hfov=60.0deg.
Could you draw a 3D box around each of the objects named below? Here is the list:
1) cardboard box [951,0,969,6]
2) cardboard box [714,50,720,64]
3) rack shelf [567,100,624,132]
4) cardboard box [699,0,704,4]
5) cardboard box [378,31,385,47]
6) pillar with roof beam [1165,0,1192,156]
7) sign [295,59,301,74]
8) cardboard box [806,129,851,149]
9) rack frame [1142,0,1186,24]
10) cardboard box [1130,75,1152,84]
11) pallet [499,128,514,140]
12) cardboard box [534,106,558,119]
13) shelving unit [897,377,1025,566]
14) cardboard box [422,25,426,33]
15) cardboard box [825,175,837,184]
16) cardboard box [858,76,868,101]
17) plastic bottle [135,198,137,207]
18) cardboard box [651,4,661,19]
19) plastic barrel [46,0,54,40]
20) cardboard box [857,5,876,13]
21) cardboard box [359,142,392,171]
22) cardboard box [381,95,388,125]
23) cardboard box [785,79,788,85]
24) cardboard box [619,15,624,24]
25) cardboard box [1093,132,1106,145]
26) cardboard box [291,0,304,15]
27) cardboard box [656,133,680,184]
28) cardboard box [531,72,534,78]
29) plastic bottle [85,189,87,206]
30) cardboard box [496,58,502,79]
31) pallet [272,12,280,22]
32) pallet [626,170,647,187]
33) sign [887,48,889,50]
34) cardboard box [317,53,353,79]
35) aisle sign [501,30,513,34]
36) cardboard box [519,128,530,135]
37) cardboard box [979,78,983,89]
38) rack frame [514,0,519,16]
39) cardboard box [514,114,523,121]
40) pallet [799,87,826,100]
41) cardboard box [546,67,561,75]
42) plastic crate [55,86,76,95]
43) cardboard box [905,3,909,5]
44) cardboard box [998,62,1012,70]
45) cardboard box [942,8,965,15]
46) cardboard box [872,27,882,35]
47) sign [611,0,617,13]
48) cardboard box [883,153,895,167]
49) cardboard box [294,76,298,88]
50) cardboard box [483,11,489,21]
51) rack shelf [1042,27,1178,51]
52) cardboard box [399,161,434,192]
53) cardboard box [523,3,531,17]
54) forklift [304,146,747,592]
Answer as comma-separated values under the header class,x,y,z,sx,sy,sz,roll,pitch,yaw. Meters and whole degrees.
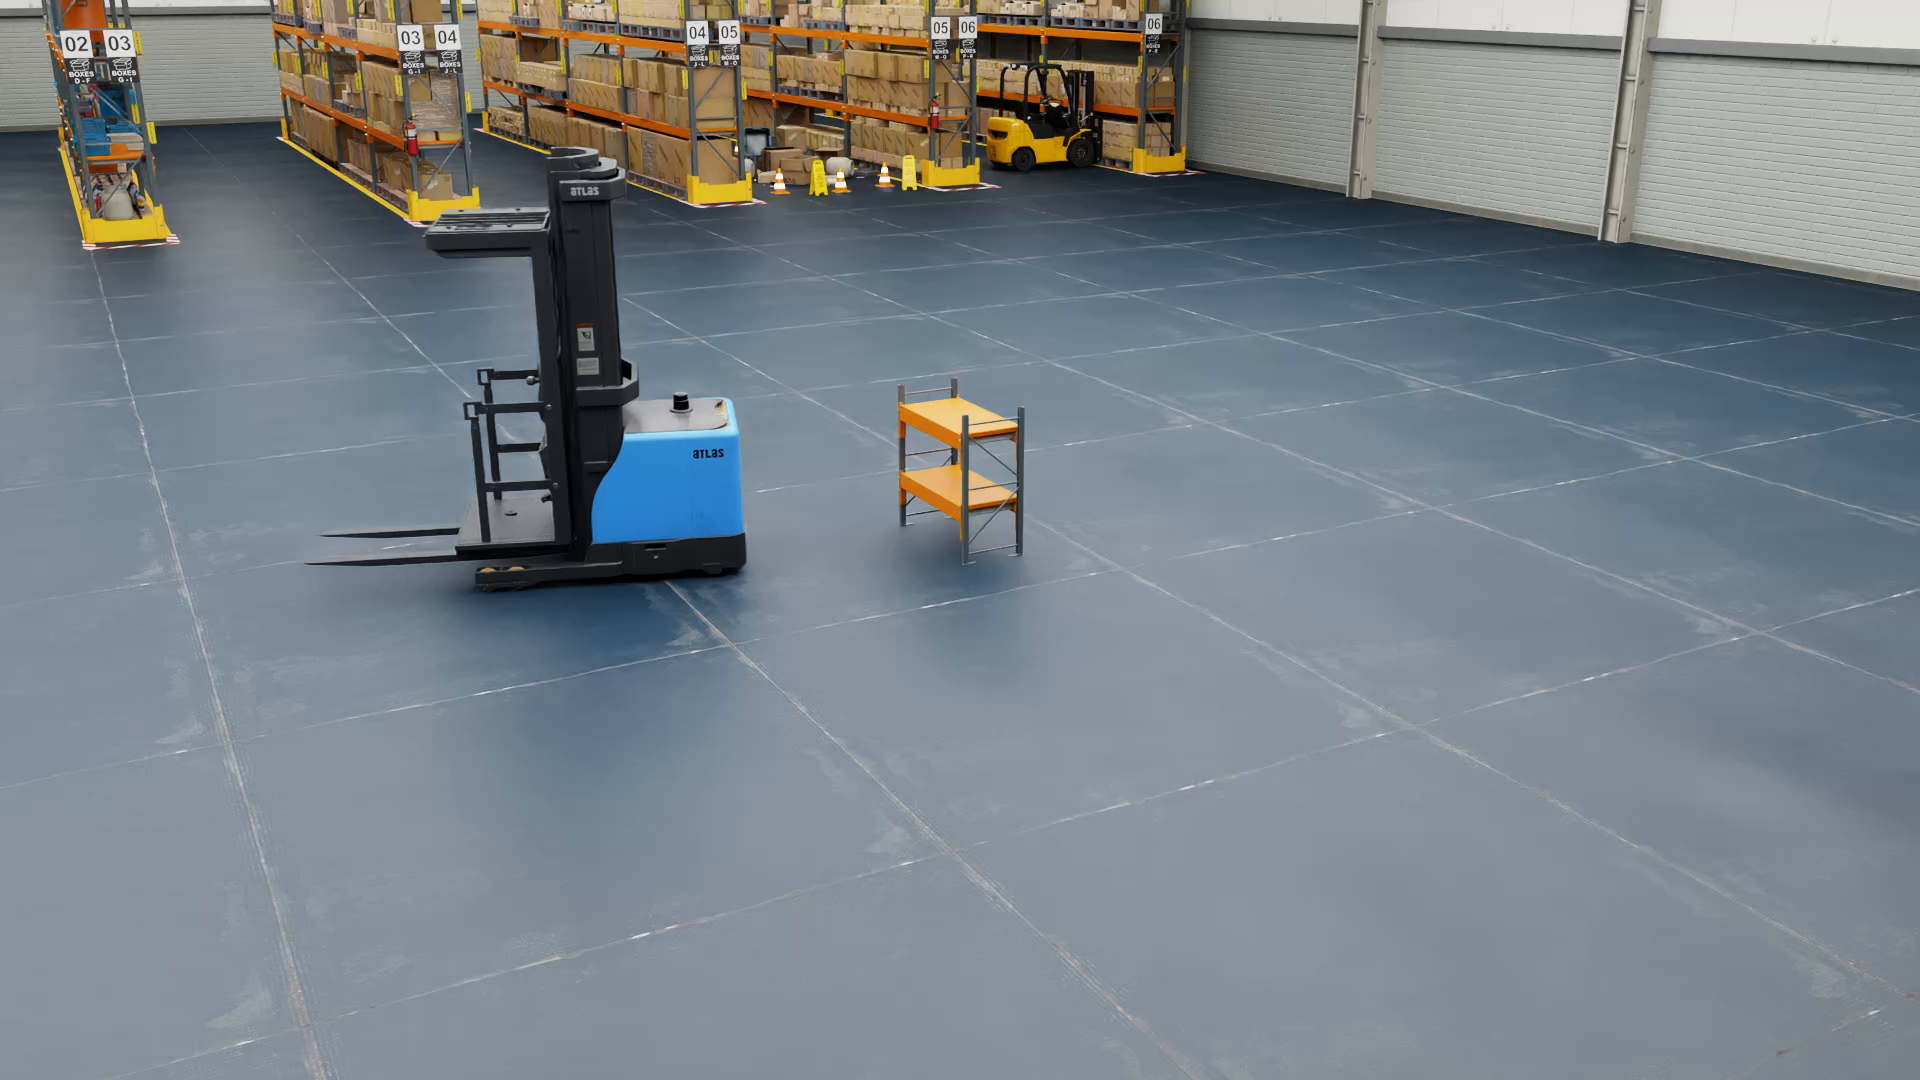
class,x,y,z,sx,sy,sz,roll,pitch,yaw
cardboard box,-0.002,-13.298,41.136,0.380,0.149,0.250,-9,21,-25
cardboard box,-5.888,-12.297,41.983,0.500,0.500,0.500,-10,21,-26
rack shelf,-7.303,-9.089,35.477,1.077,0.370,4.000,-10,21,-27
cardboard box,-4.572,-9.920,30.547,0.380,0.149,0.250,-10,22,-27
cardboard box,-9.795,-8.705,28.892,0.500,0.250,0.500,-9,21,-25
pillar with roof beam,0.895,-11.781,32.978,9.100,9.000,0.400,-10,21,-27
sign,-15.053,-10.773,37.804,0.100,0.325,0.005,-10,21,-27
cardboard box,-2.972,-9.163,37.972,0.950,0.372,0.625,-9,21,-25
rack frame,4.221,-12.109,33.927,1.000,3.000,0.127,-10,21,-27
cardboard box,3.810,-9.683,34.946,0.380,0.149,0.250,-10,21,-26
pallet,-11.086,-10.372,42.365,1.003,0.211,1.213,-10,21,-27
cardboard box,-9.779,-10.118,39.393,0.500,0.250,0.500,-9,21,-25
shelving unit,-0.003,-0.534,12.454,0.538,1.125,1.048,-10,21,-27
cardboard box,-9.061,-8.761,28.443,0.380,0.149,0.250,-10,22,-28
cardboard box,-2.545,-7.218,33.322,0.380,0.149,0.250,1,19,2
cardboard box,-1.823,-9.529,35.039,0.500,0.500,0.500,-10,21,-27
plastic bottle,-14.070,-5.810,28.486,0.097,0.201,0.097,0,19,0
cardboard box,-5.407,-9.826,30.886,0.500,0.250,0.500,-10,21,-27
plastic barrel,-16.826,-9.883,31.306,0.600,0.901,0.600,0,19,0
cardboard box,-1.916,-11.039,34.588,0.380,0.149,0.250,-11,22,-28
cardboard box,-11.780,-7.783,33.744,0.700,0.500,0.500,-8,21,-22
cardboard box,-9.874,-7.738,29.849,0.875,0.500,0.500,-10,21,-27
cardboard box,-3.849,-10.671,38.698,0.380,0.149,0.250,-11,22,-30
cardboard box,-6.480,-10.243,32.707,0.380,0.149,0.250,-10,22,-28
cardboard box,3.222,-8.790,36.311,0.500,0.250,0.500,-11,22,-28
cardboard box,-14.990,-12.339,38.243,0.700,0.500,0.500,-11,22,-30
cardboard box,-5.254,-7.338,31.912,0.875,0.875,0.875,-10,22,-28
cardboard box,-9.743,-10.812,38.652,0.380,0.149,0.250,-10,22,-28
plastic bottle,-14.976,-5.869,28.531,0.061,0.283,0.133,-9,21,-24
cardboard box,-11.336,-11.879,41.848,0.500,0.500,0.500,-11,22,-28
pallet,-16.103,-12.726,40.449,1.003,0.211,1.213,-10,21,-27
pallet,-6.061,-7.307,33.483,1.003,0.211,1.213,-10,21,-27
sign,-1.951,-13.041,44.497,0.100,0.325,0.005,-10,21,-27
cardboard box,-13.630,-10.377,36.415,0.797,0.503,0.637,-9,21,-25
aisle sign,-11.822,-13.597,43.450,0.394,0.787,0.004,-10,21,-27
cardboard box,-10.638,-10.063,40.921,0.380,0.149,0.250,-10,21,-26
cardboard box,0.652,-11.188,40.686,0.500,0.250,0.500,-10,22,-28
rack frame,-10.152,-13.988,39.373,1.000,3.000,0.127,-10,21,-27
cardboard box,-10.831,-10.483,41.229,0.380,0.149,0.250,-10,22,-27
pallet,-2.968,-10.147,37.732,1.003,0.211,1.213,-10,21,-27
cardboard box,-9.131,-10.582,37.529,0.380,0.149,0.250,-9,21,-25
plastic crate,-20.228,-10.157,37.633,0.416,0.233,0.300,-10,21,-27
cardboard box,-1.198,-13.822,43.080,0.380,0.149,0.250,-10,22,-27
cardboard box,1.137,-11.265,39.531,0.380,0.149,0.250,-11,22,-28
cardboard box,-0.135,-10.313,32.483,0.380,0.149,0.250,-10,21,-27
cardboard box,-1.578,-10.439,34.072,0.380,0.149,0.250,-10,22,-28
sign,-6.826,-10.580,32.819,0.100,0.325,0.005,-10,21,-27
cardboard box,-1.259,-7.891,34.473,0.500,0.250,0.500,-11,22,-29
cardboard box,-15.254,-10.717,38.864,0.500,0.250,0.500,-9,21,-25
cardboard box,-11.817,-13.327,42.286,0.500,0.250,0.500,-9,21,-25
rack shelf,3.271,-10.925,36.197,1.077,0.370,4.000,-10,21,-27
cardboard box,-9.969,-6.683,30.588,0.500,0.500,0.500,-12,22,-31
cardboard box,-9.919,-12.441,38.982,0.500,0.311,0.500,-10,22,-27
forklift,-3.100,-1.208,11.639,3.031,2.935,1.130,-3,19,-10
